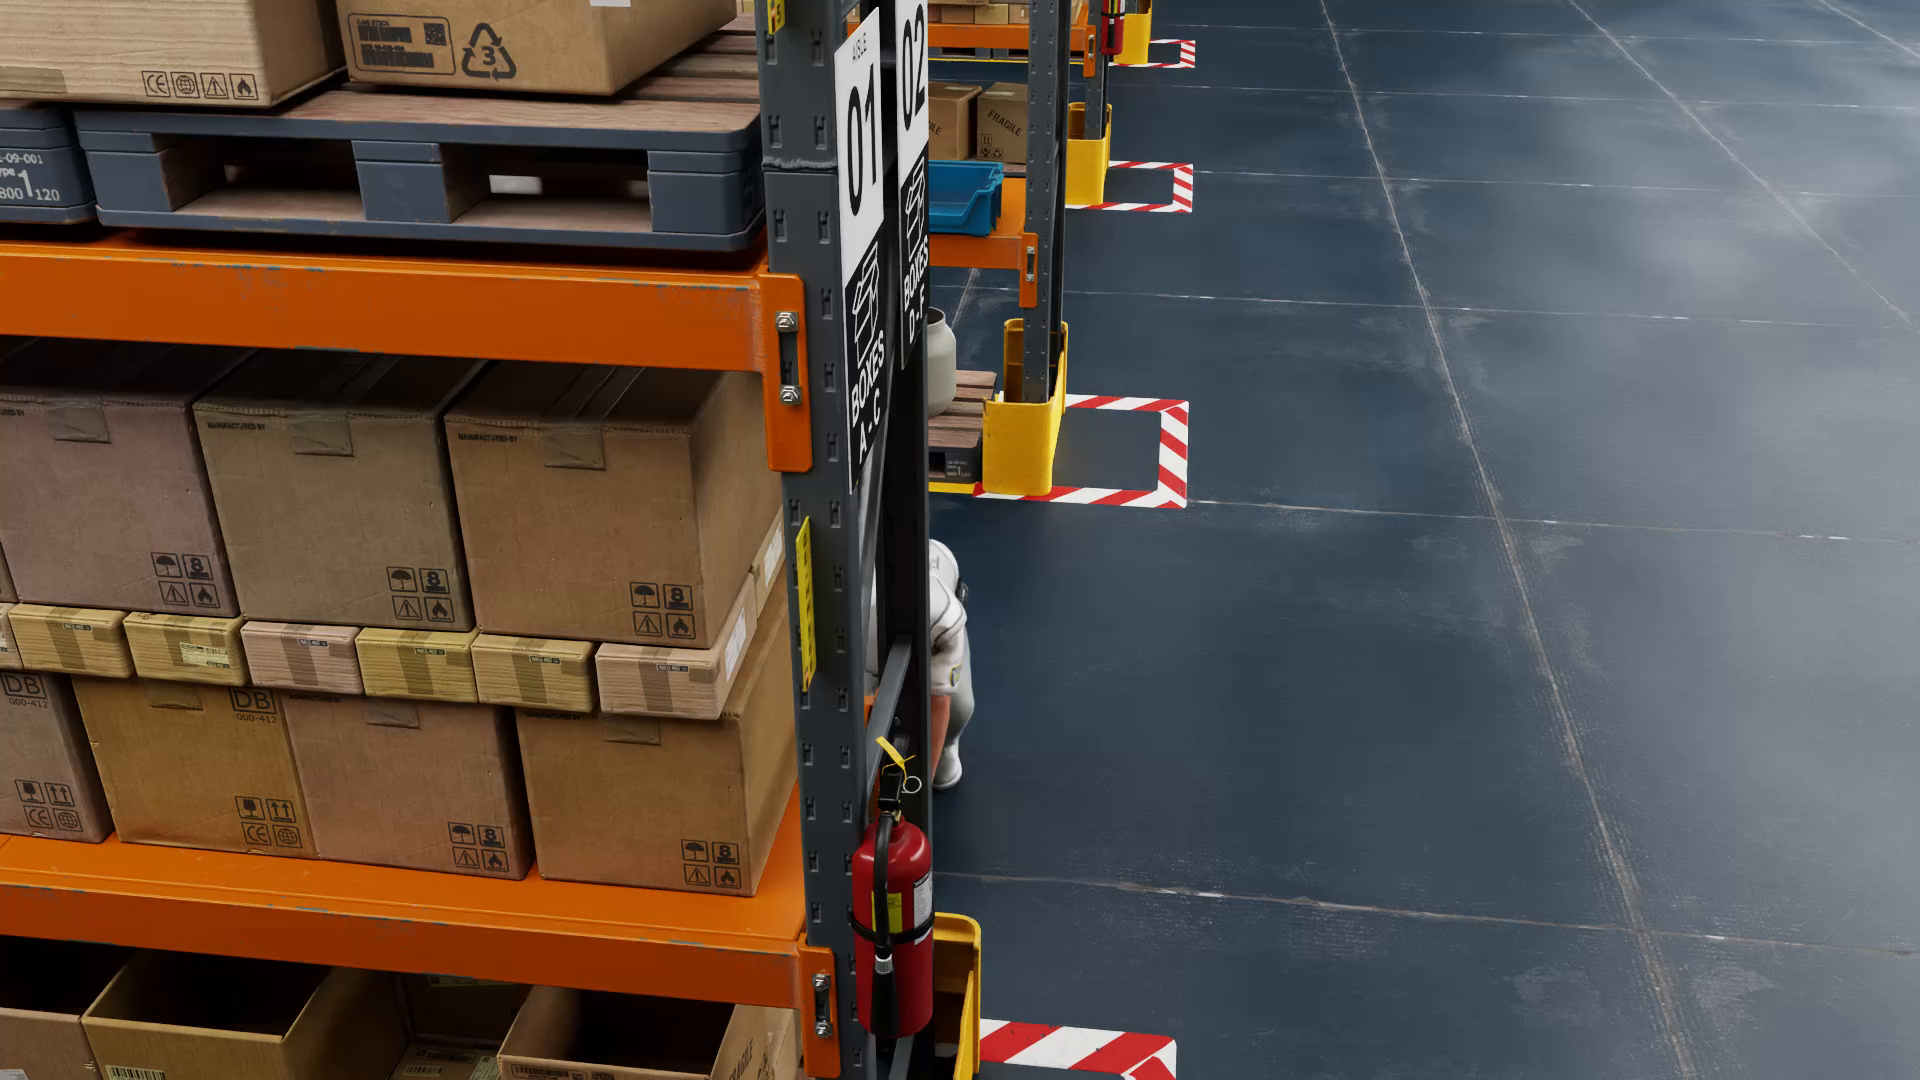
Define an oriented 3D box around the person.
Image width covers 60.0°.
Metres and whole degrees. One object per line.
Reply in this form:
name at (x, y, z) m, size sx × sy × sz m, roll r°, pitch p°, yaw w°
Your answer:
person at (-0.221, 0.495, 5.963) m, size 0.543 × 1.028 × 1.024 m, roll 2°, pitch 28°, yaw 4°
